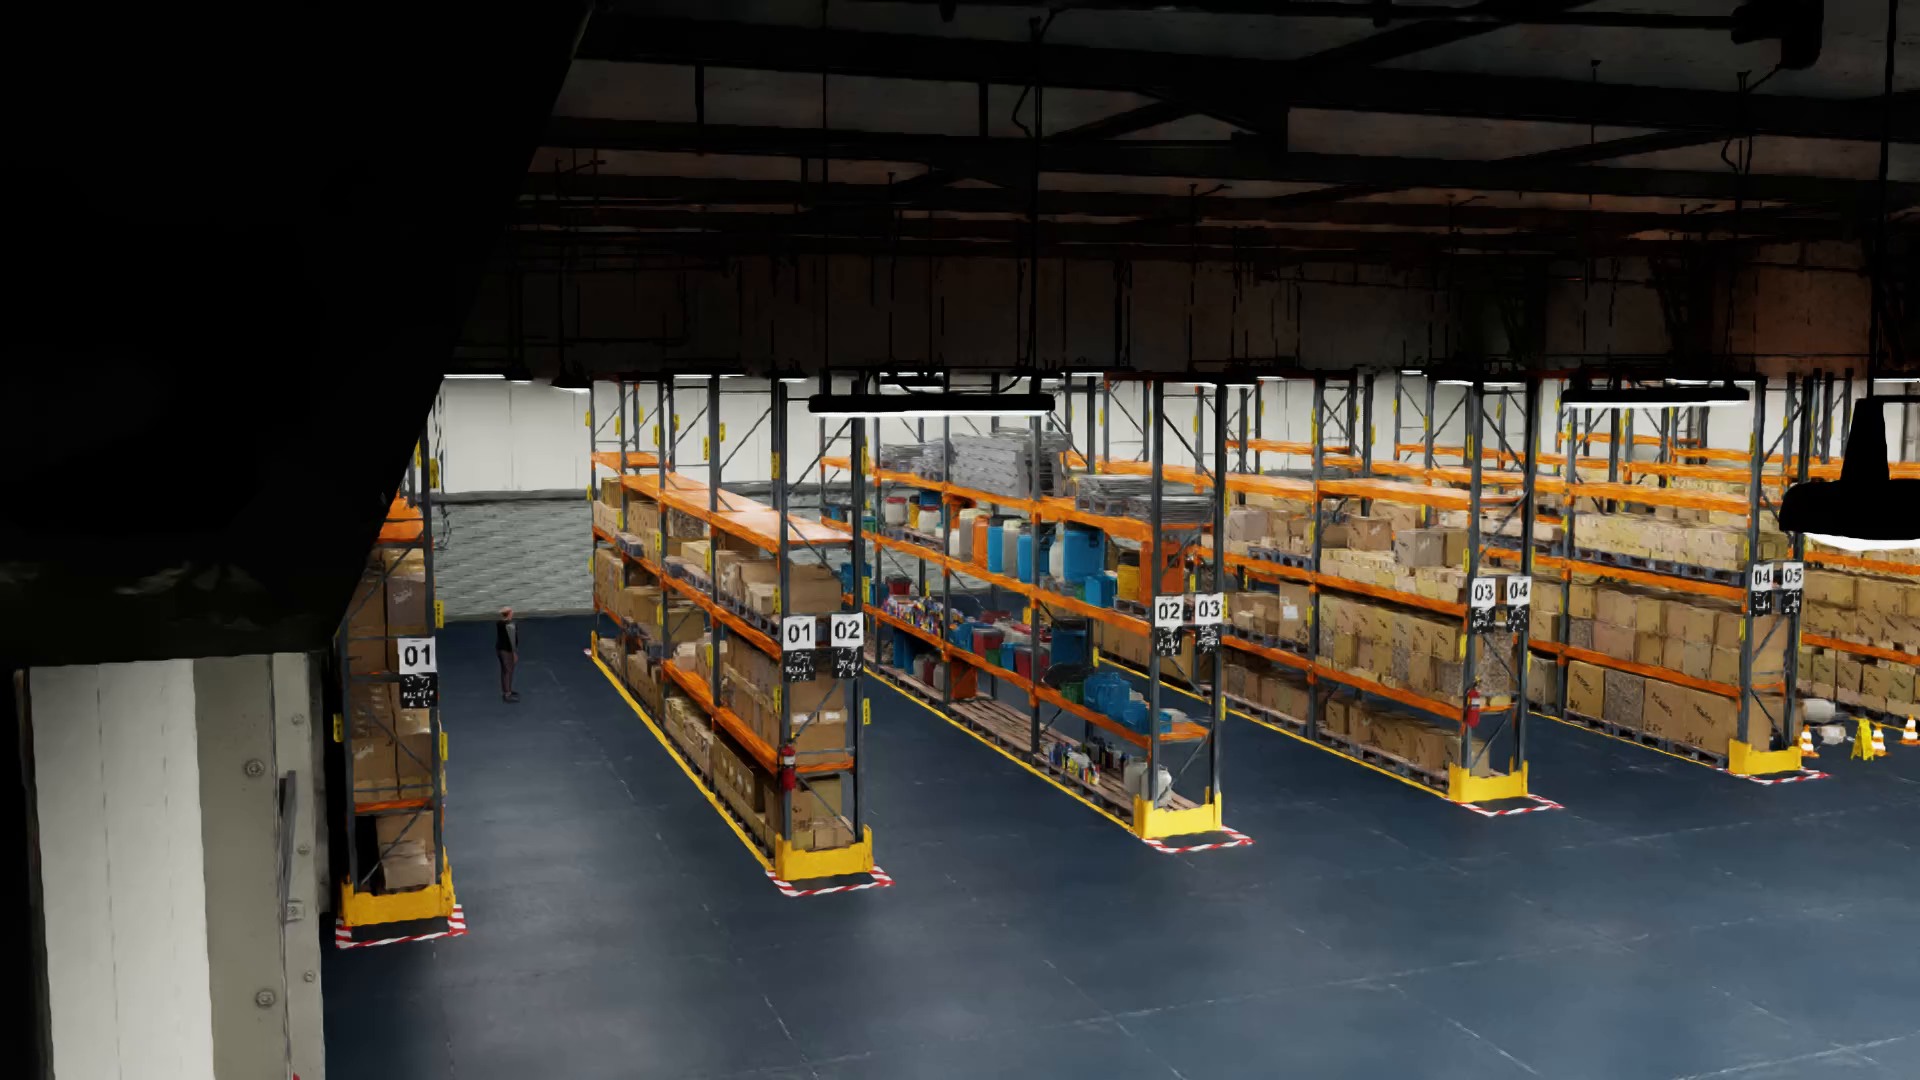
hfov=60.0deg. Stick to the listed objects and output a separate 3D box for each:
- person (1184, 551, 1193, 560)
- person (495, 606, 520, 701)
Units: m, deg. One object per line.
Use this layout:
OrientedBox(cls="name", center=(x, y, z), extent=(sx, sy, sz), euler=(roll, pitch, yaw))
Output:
OrientedBox(cls="person", center=(5.626, 0.907, 41.452), extent=(0.523, 1.610, 0.934), euler=(0, 6, 4))
OrientedBox(cls="person", center=(-8.261, 2.054, 30.510), extent=(0.466, 1.726, 0.595), euler=(-6, 9, -41))
